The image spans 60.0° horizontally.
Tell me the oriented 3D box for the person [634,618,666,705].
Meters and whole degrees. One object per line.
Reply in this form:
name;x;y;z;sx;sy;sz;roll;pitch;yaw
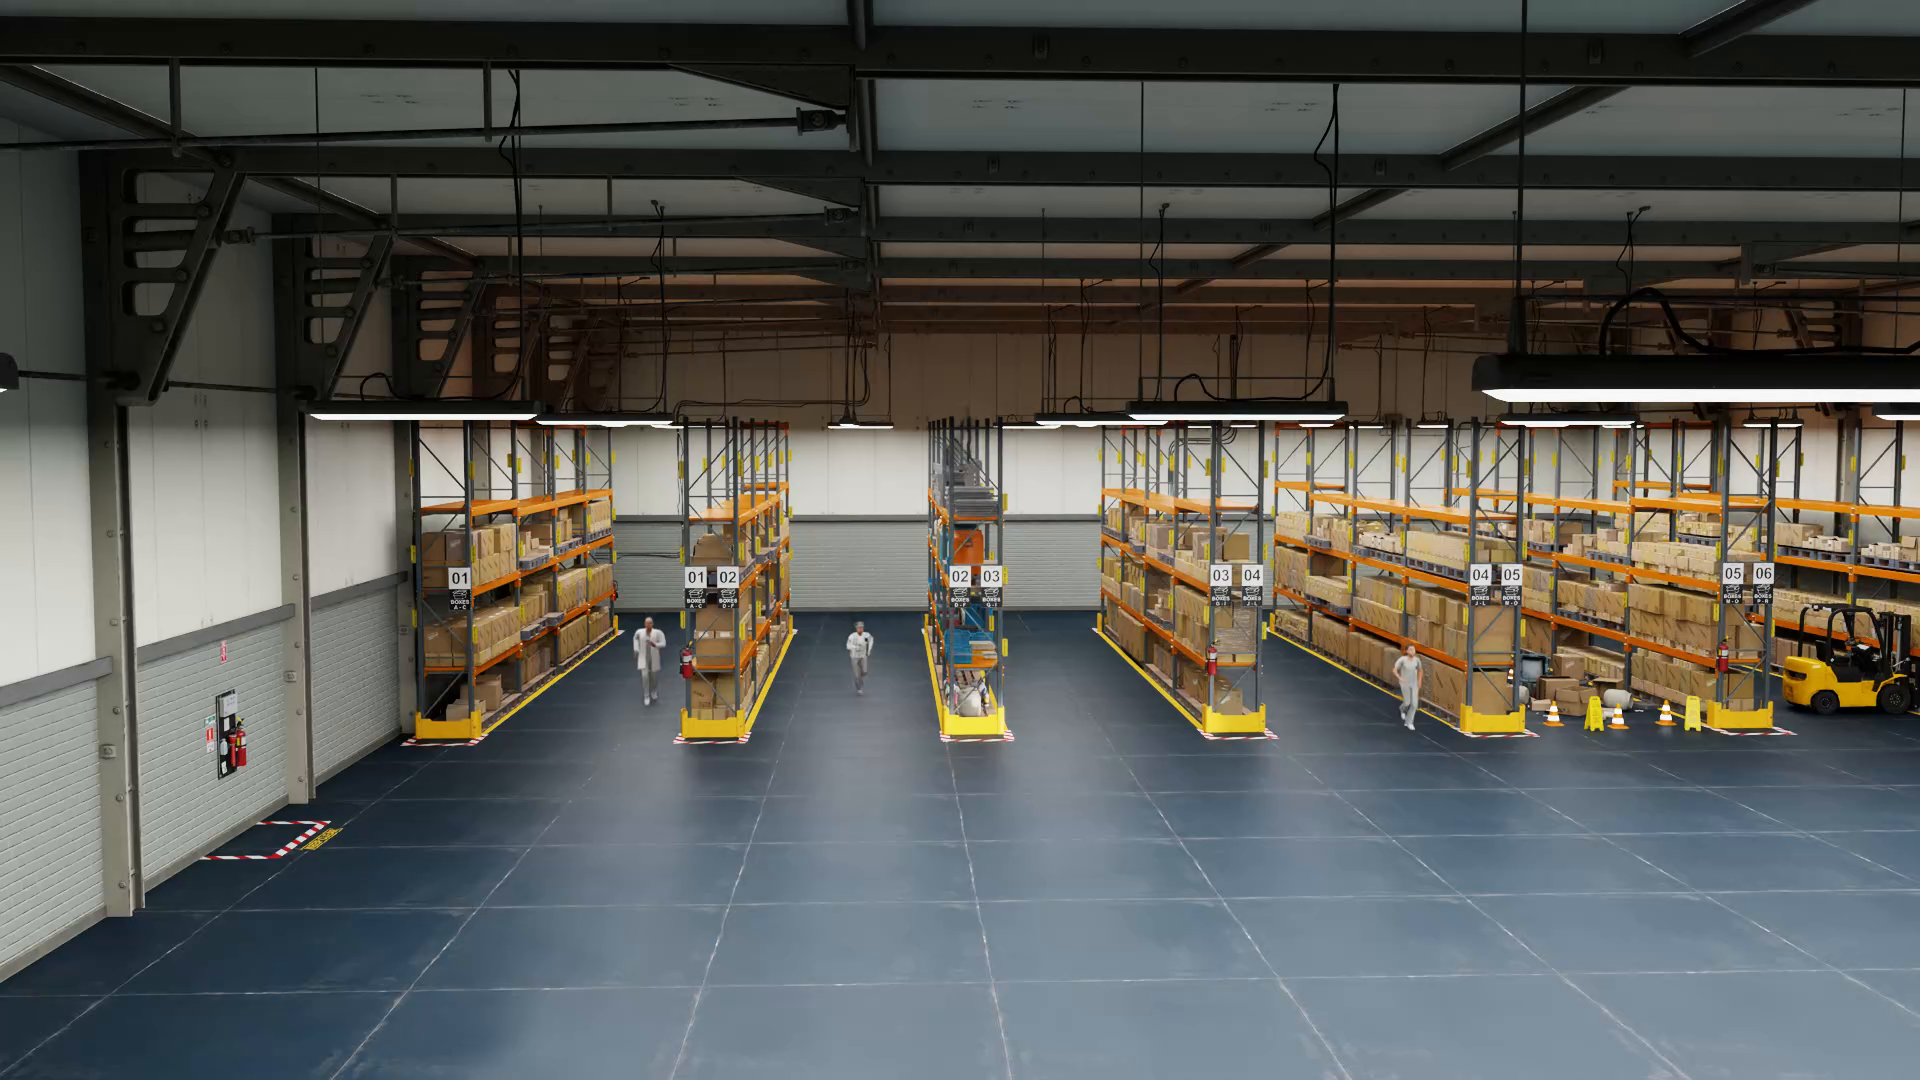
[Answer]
person;-6.529;2.517;35.006;0.691;1.789;1.045;0;4;-7

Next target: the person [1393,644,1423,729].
person;8.684;2.820;32.213;0.597;1.647;0.564;0;4;-4

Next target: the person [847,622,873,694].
person;-2.155;2.551;36.020;0.602;1.619;0.729;-1;4;-9
